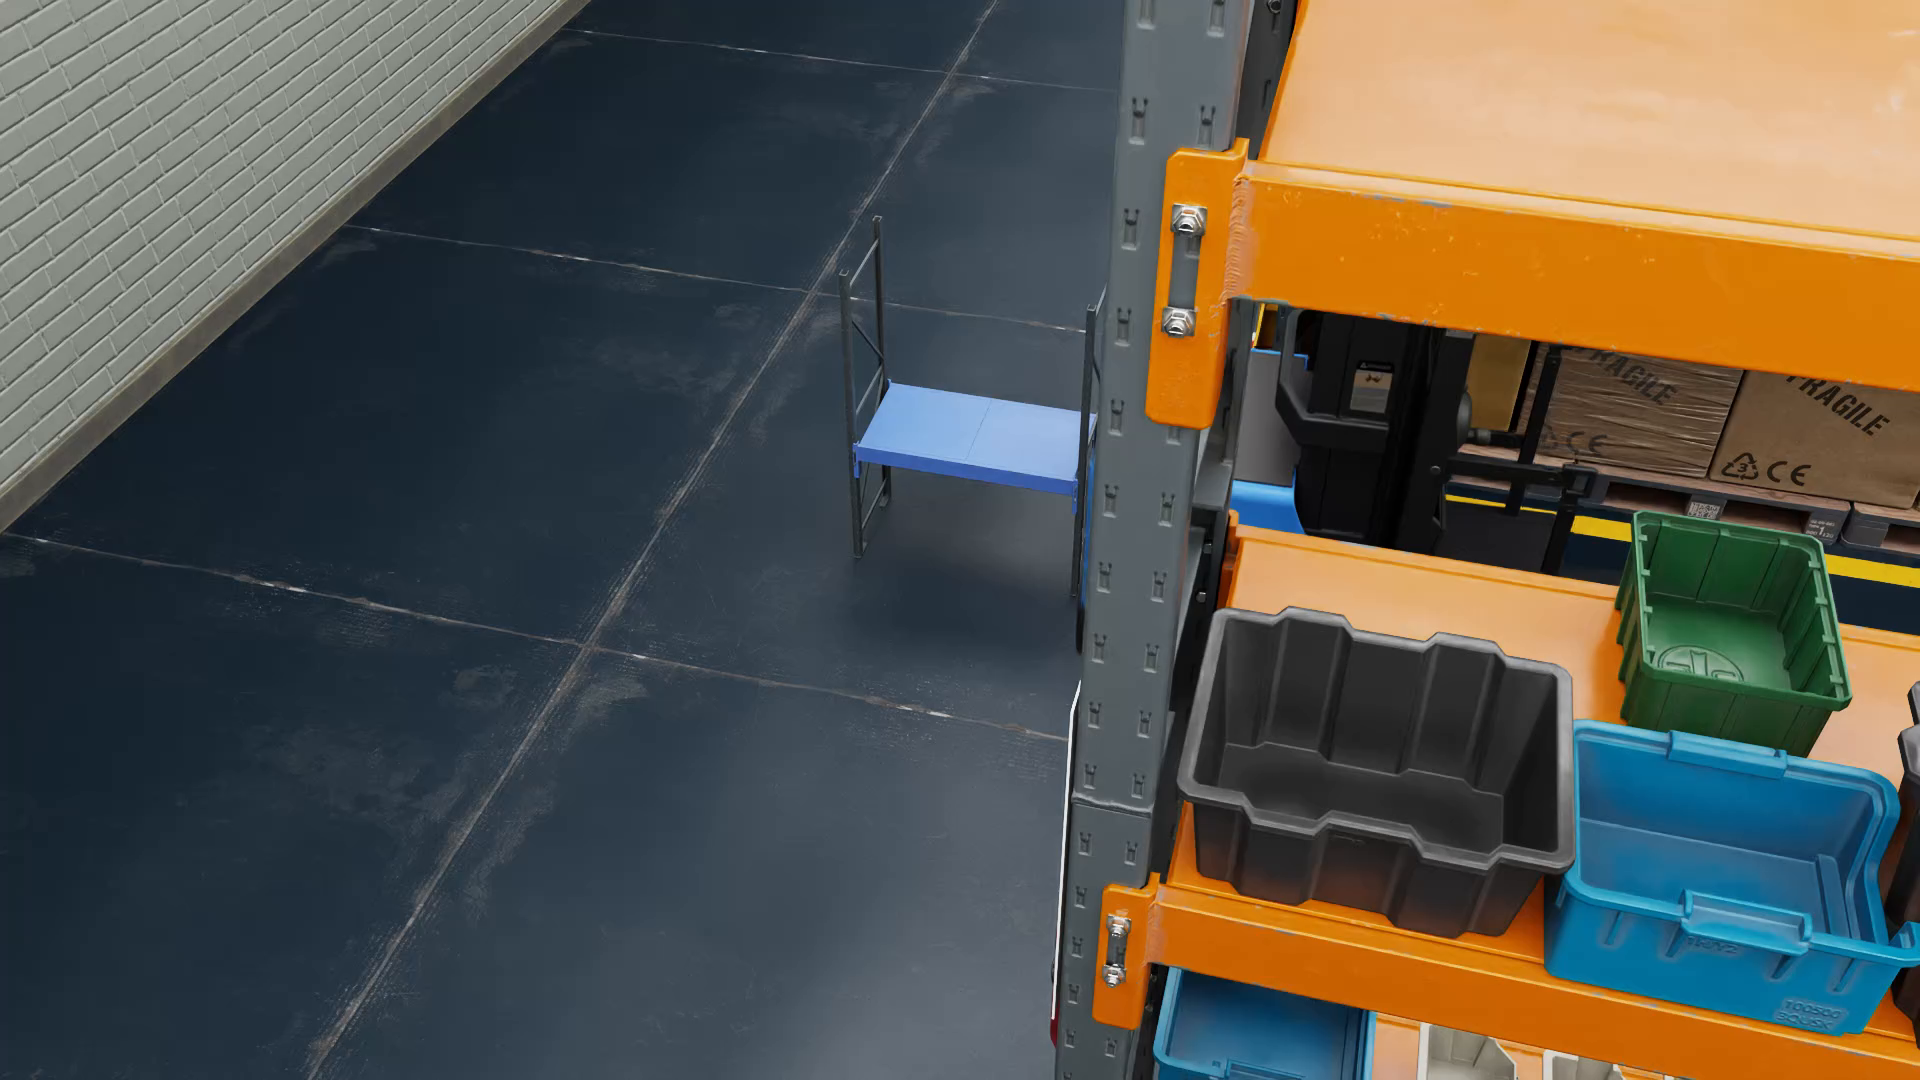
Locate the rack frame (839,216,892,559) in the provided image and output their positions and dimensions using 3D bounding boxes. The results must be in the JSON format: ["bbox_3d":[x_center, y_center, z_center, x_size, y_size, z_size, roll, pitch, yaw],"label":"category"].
[{"bbox_3d":[-0.409,-0.645,7.351,0.032,1.500,0.500,10,41,11],"label":"rack frame"}]

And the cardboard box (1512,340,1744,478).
[{"bbox_3d":[3.162,-0.957,7.883,0.875,0.875,0.875,10,41,11],"label":"cardboard box"}]

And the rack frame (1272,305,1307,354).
[{"bbox_3d":[1.644,-1.818,7.582,0.127,3.000,1.000,10,41,11],"label":"rack frame"}]

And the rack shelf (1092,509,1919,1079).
[{"bbox_3d":[2.296,0.718,2.789,4.000,0.370,1.077,10,41,11],"label":"rack shelf"}]

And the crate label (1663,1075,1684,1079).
[{"bbox_3d":[1.750,1.448,3.852,0.243,0.136,0.396,10,41,11],"label":"crate label"}]

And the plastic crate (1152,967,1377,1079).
[{"bbox_3d":[0.736,1.162,3.960,0.499,0.435,0.616,10,41,11],"label":"plastic crate"}]

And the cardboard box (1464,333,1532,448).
[{"bbox_3d":[2.283,-1.109,8.063,0.875,0.875,0.875,10,41,11],"label":"cardboard box"}]

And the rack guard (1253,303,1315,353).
[{"bbox_3d":[1.621,-0.865,8.391,0.348,0.500,1.175,10,41,11],"label":"rack guard"}]

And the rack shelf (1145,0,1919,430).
[{"bbox_3d":[2.296,-0.277,1.953,4.000,0.370,1.077,10,41,11],"label":"rack shelf"}]

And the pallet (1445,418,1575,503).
[{"bbox_3d":[2.437,-0.666,8.379,1.213,0.211,1.003,10,41,11],"label":"pallet"}]

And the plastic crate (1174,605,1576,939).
[{"bbox_3d":[0.664,0.398,2.714,0.590,0.269,0.497,10,41,11],"label":"plastic crate"}]

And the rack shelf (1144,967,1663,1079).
[{"bbox_3d":[2.296,1.867,3.754,4.000,0.370,1.077,10,41,11],"label":"rack shelf"}]

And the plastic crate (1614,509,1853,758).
[{"bbox_3d":[1.391,0.178,3.038,0.336,0.188,0.450,10,41,11],"label":"plastic crate"}]

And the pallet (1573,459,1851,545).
[{"bbox_3d":[3.612,-0.462,8.136,1.213,0.211,1.003,10,41,11],"label":"pallet"}]

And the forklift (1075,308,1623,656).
[{"bbox_3d":[2.063,-0.686,6.287,3.031,2.935,1.130,8,41,9],"label":"forklift"}]

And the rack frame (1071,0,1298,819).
[{"bbox_3d":[0.364,-1.038,1.989,0.127,3.000,1.000,10,41,11],"label":"rack frame"}]

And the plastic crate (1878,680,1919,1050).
[{"bbox_3d":[1.769,0.559,2.468,0.767,0.338,0.504,10,41,11],"label":"plastic crate"}]

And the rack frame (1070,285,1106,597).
[{"bbox_3d":[0.573,-0.476,7.150,0.032,1.500,0.500,10,41,11],"label":"rack frame"}]

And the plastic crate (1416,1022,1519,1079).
[{"bbox_3d":[1.199,1.360,3.957,0.243,0.136,0.396,10,41,11],"label":"plastic crate"}]

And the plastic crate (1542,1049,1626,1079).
[{"bbox_3d":[1.475,1.417,3.889,0.243,0.136,0.396,10,41,11],"label":"plastic crate"}]

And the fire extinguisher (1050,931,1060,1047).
[{"bbox_3d":[0.336,1.124,4.429,0.183,0.674,0.296,10,41,11],"label":"fire extinguisher"}]

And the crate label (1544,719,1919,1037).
[{"bbox_3d":[1.172,0.521,2.580,0.502,0.251,0.408,10,41,11],"label":"crate label"}]

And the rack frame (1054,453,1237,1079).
[{"bbox_3d":[0.364,1.259,3.919,0.127,3.000,1.000,10,41,11],"label":"rack frame"}]

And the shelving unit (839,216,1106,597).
[{"bbox_3d":[0.082,-0.560,7.251,1.048,1.500,0.538,10,41,11],"label":"shelving unit"}]

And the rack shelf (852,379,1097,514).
[{"bbox_3d":[0.082,-0.422,7.366,1.000,0.185,0.538,10,41,11],"label":"rack shelf"}]

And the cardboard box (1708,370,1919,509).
[{"bbox_3d":[4.022,-0.809,7.707,0.875,0.875,0.875,10,41,11],"label":"cardboard box"}]

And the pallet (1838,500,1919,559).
[{"bbox_3d":[4.794,-0.260,7.896,1.213,0.211,1.003,10,41,11],"label":"pallet"}]

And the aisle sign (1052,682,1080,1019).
[{"bbox_3d":[0.218,0.436,2.877,0.004,0.787,0.394,10,41,11],"label":"aisle sign"}]

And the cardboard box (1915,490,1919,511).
[{"bbox_3d":[4.891,-0.660,7.529,0.875,0.875,0.875,10,41,11],"label":"cardboard box"}]
